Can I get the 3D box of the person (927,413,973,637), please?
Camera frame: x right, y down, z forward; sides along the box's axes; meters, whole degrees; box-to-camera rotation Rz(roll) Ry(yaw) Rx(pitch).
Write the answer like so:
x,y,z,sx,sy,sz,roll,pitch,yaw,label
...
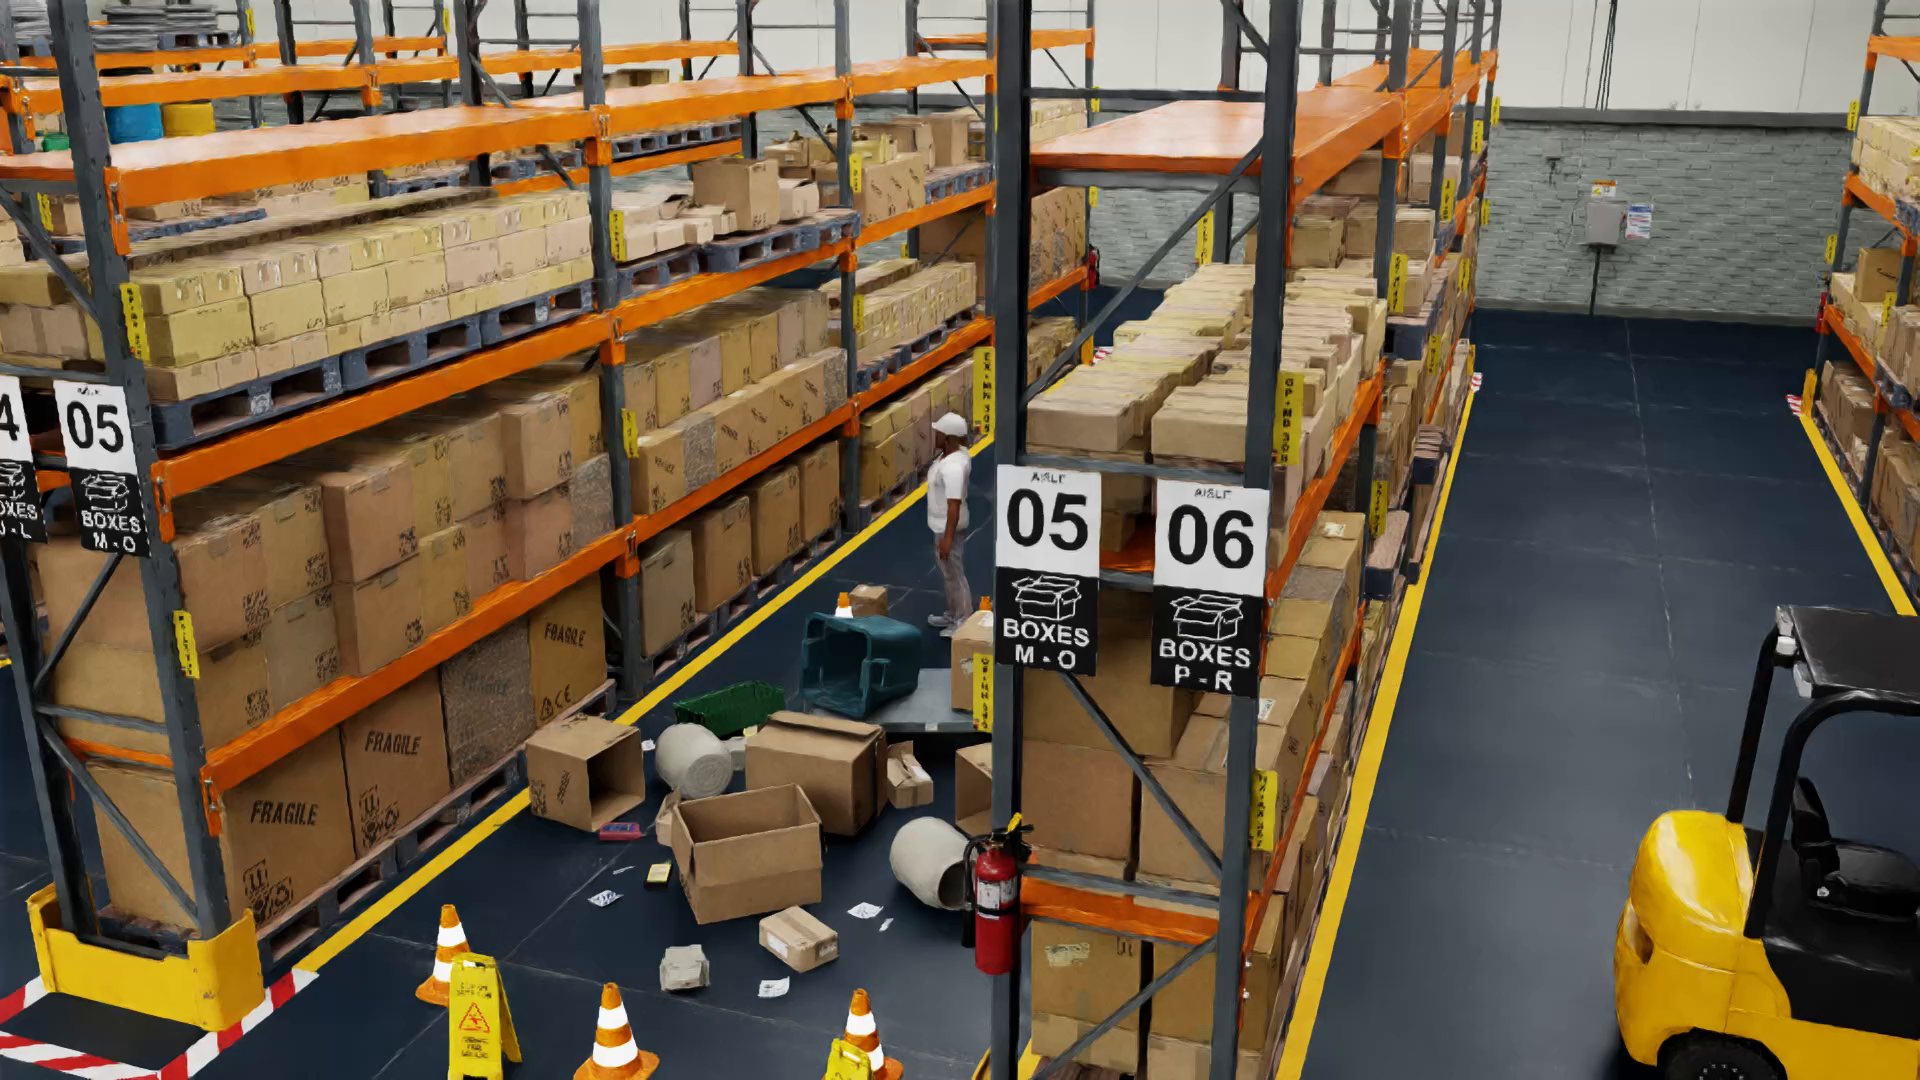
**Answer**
x,y,z,sx,sy,sz,roll,pitch,yaw,label
-0.084,-0.111,12.808,0.379,1.770,0.665,1,19,3,person
